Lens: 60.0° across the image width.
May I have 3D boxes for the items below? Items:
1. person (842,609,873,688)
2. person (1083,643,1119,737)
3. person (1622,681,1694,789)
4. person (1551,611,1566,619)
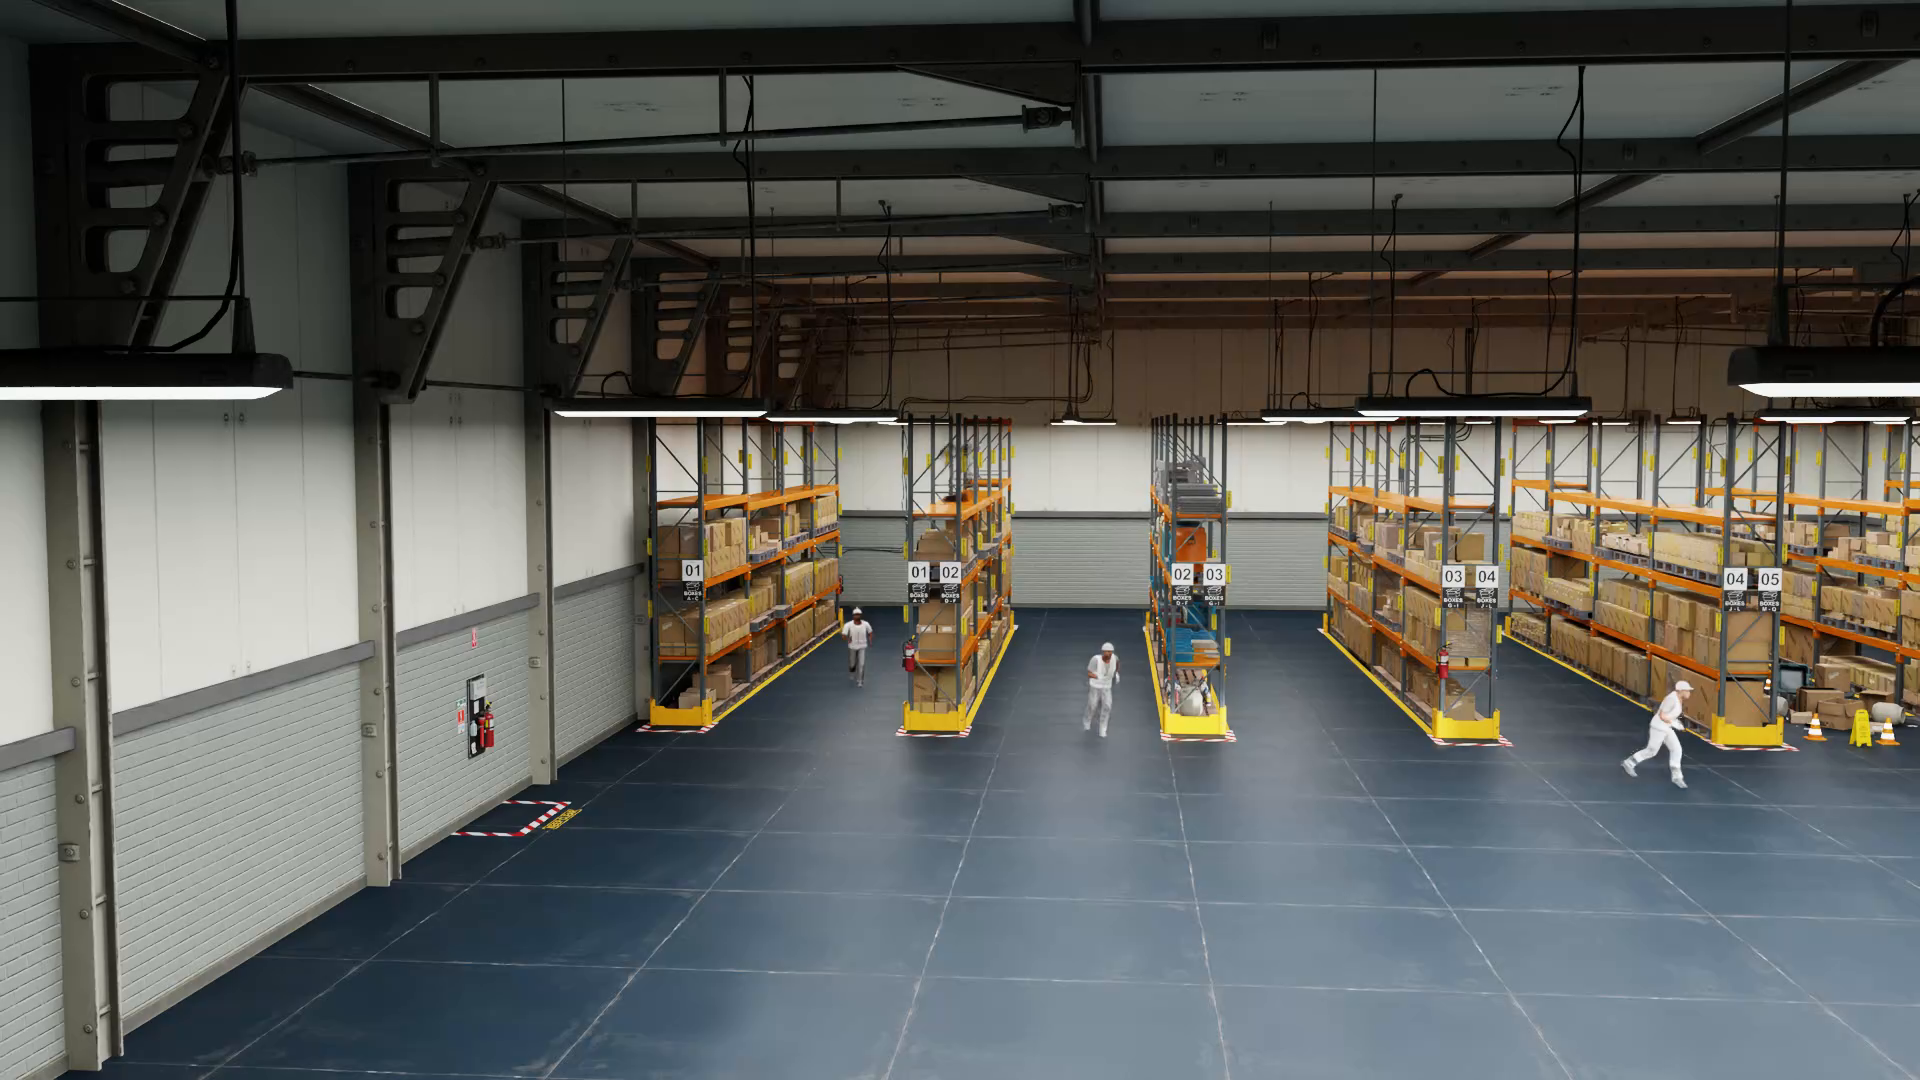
[{"bbox_3d":[-2.262,2.381,36.844,0.714,1.733,0.791,-1,4,-8],"label":"person"},{"bbox_3d":[2.660,2.801,31.075,0.743,1.821,0.873,-1,4,-19],"label":"person"},{"bbox_3d":[11.220,3.077,26.721,1.038,1.703,0.699,3,5,34],"label":"person"},{"bbox_3d":[16.850,1.724,46.747,0.713,1.719,0.537,-2,5,-32],"label":"person"}]
